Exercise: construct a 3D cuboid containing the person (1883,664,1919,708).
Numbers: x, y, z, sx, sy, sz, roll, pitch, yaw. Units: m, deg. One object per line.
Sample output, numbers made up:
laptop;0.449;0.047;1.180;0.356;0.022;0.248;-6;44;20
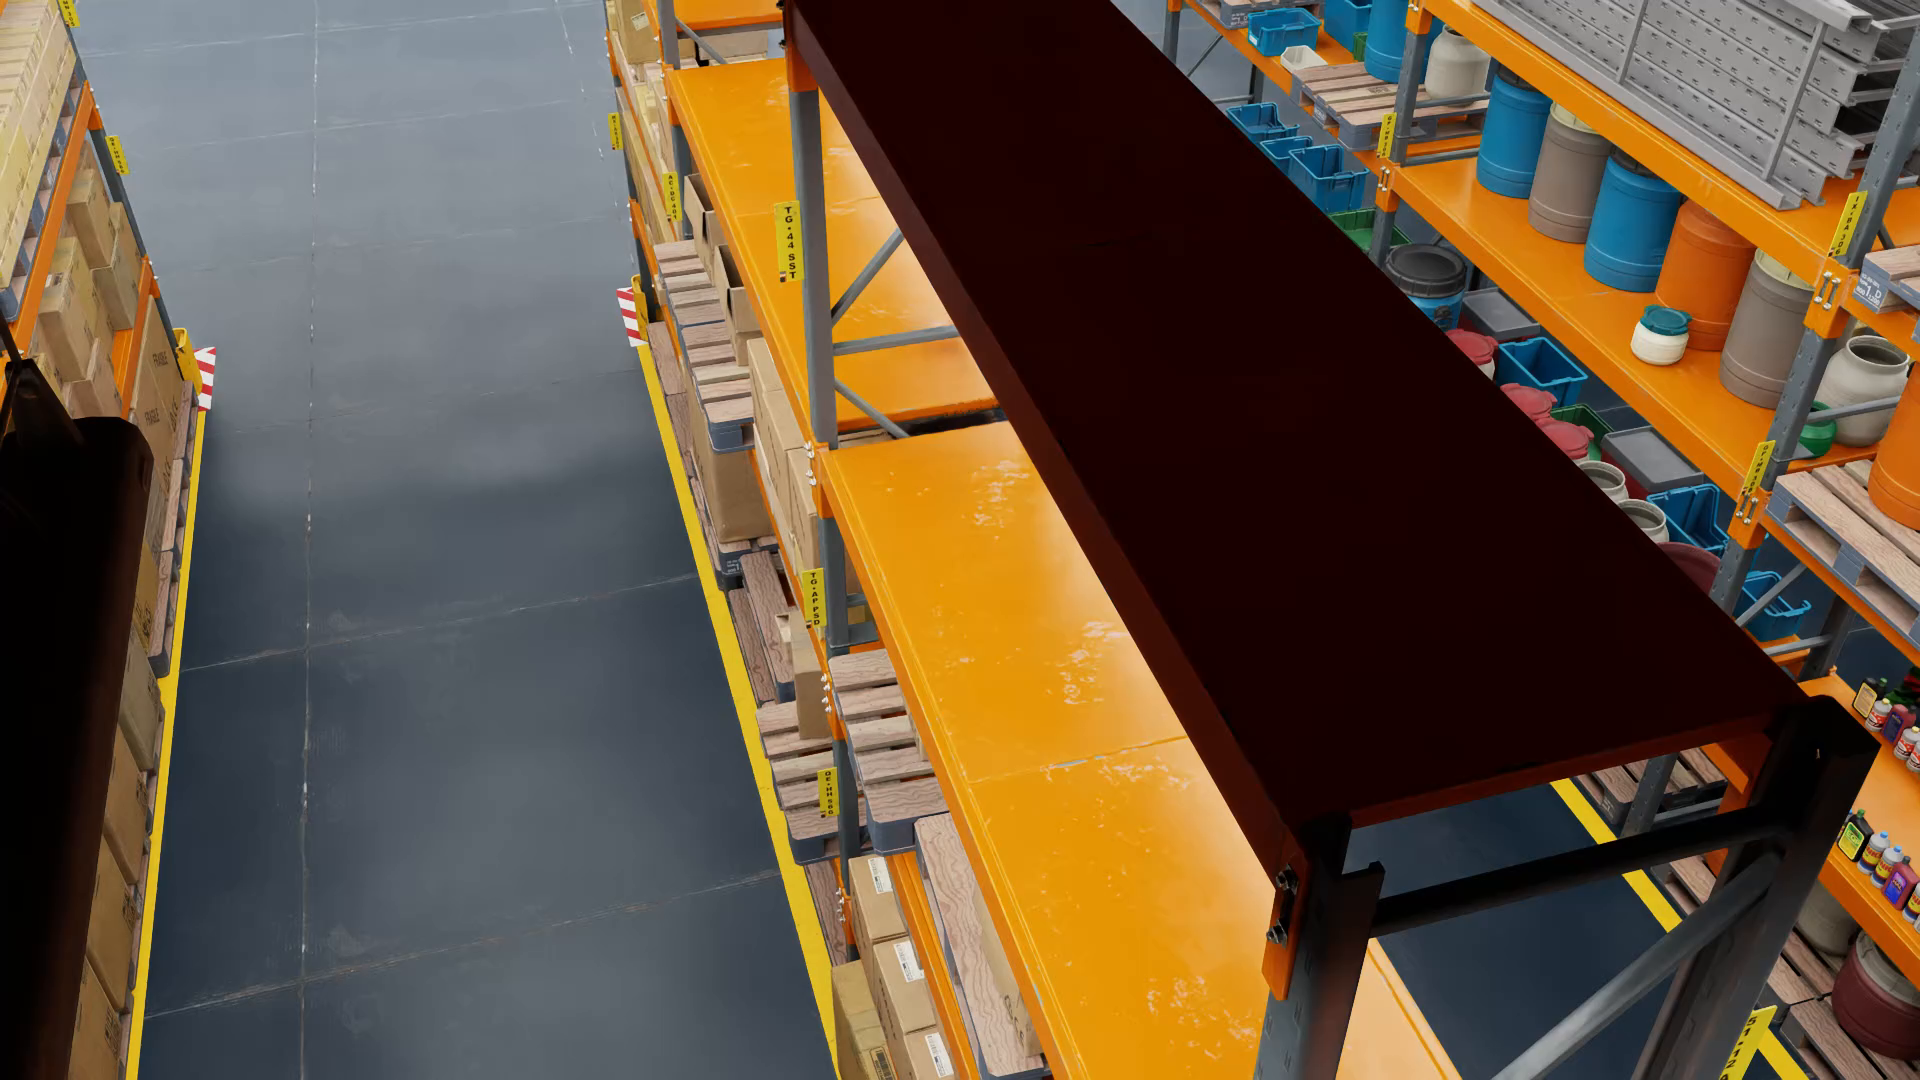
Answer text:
person;6.476;0.413;10.874;0.613;1.784;0.624;13;40;16
